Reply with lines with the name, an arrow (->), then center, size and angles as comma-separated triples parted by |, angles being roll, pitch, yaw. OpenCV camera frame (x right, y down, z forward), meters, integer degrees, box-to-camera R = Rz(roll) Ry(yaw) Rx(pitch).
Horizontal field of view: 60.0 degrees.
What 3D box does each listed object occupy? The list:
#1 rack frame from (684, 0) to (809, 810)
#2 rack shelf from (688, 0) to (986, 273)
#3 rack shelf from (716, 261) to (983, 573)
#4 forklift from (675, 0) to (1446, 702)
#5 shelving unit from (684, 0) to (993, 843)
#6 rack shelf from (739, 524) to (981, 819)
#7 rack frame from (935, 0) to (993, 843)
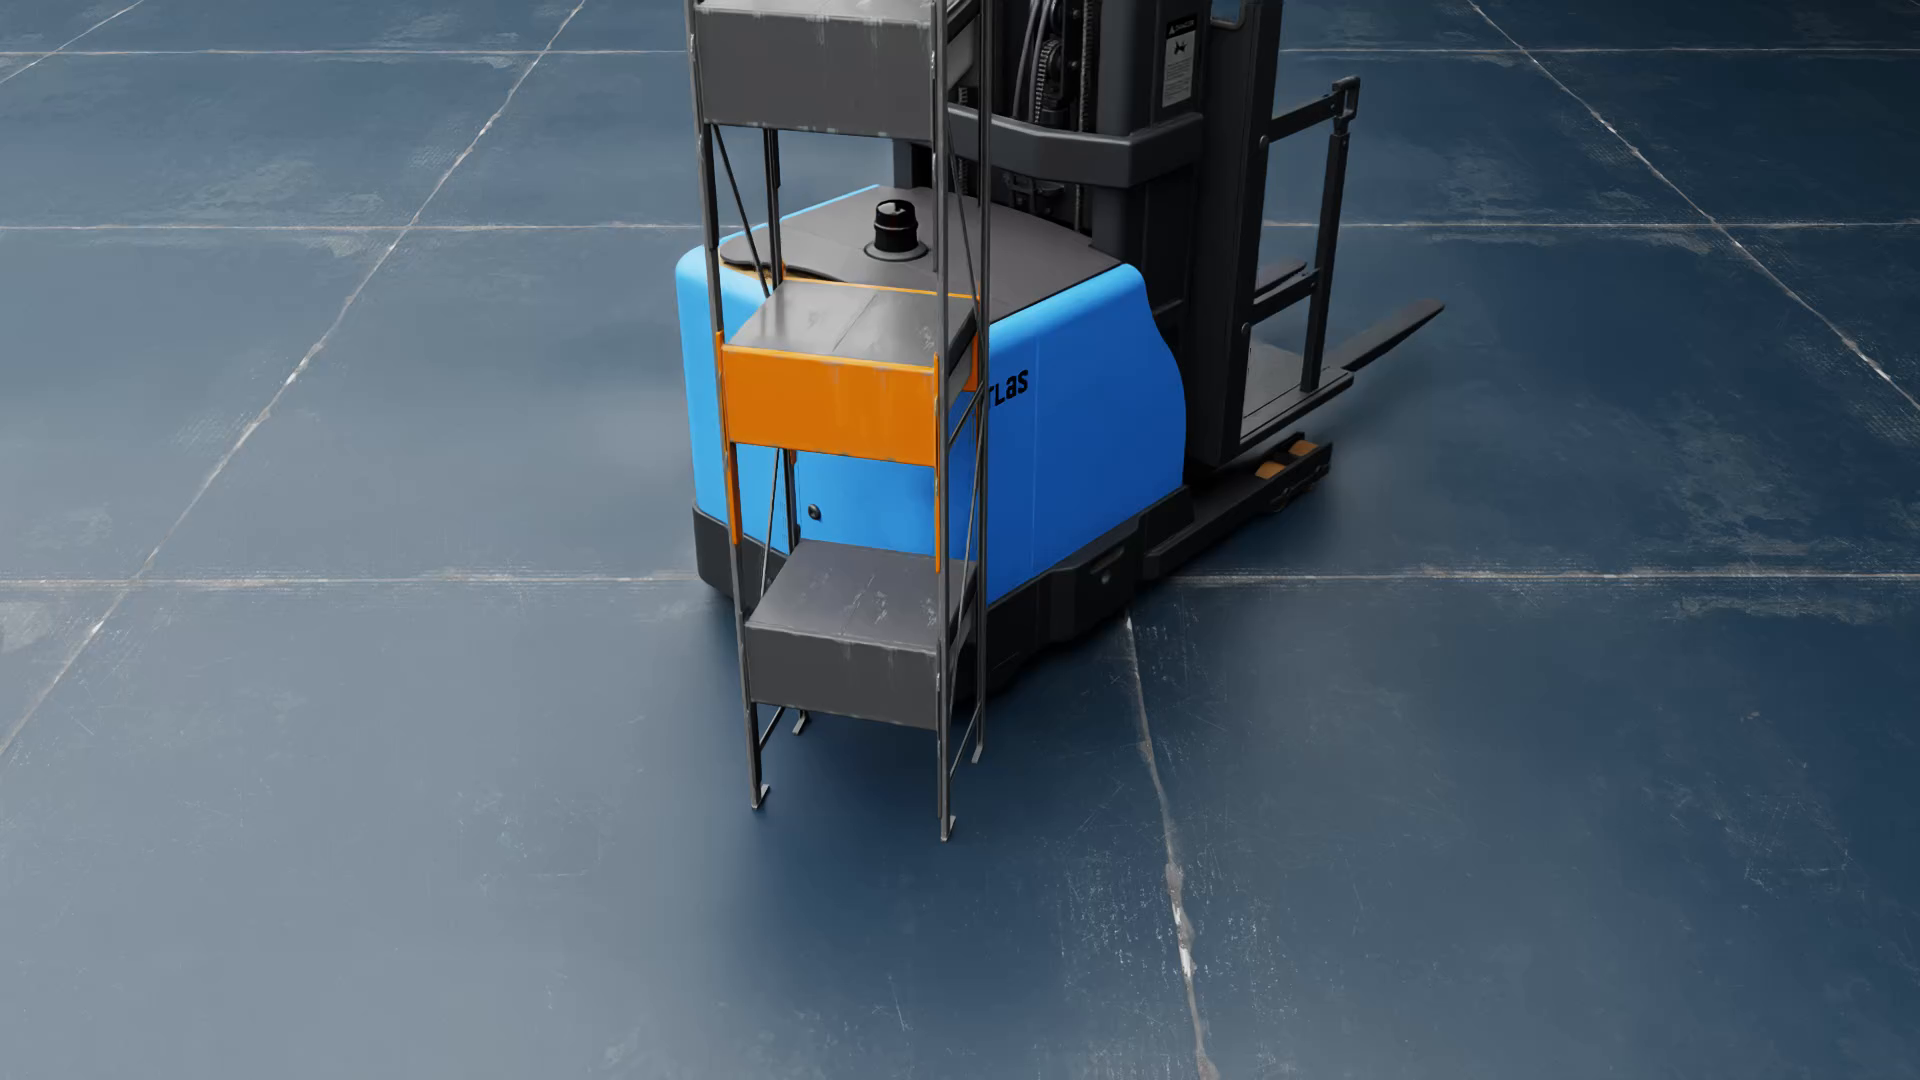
rack frame -> -0.463, -0.326, 3.762 | 0.015, 2.100, 0.400 | 8, 32, 12
rack shelf -> -0.226, -0.881, 3.355 | 0.480, 0.518, 0.431 | 8, 32, 12
rack shelf -> -0.226, -0.283, 3.718 | 0.480, 0.518, 0.431 | 8, 32, 12
forklift -> 0.581, -1.500, 4.896 | 1.130, 2.935, 3.031 | 25, 39, 35
shelving unit -> -0.226, -0.294, 3.711 | 0.503, 2.100, 0.431 | 8, 32, 12
rack shelf -> -0.226, 0.316, 4.081 | 0.480, 0.518, 0.431 | 8, 32, 12
rack frame -> 0.010, -0.263, 3.659 | 0.015, 2.100, 0.400 | 8, 32, 12
